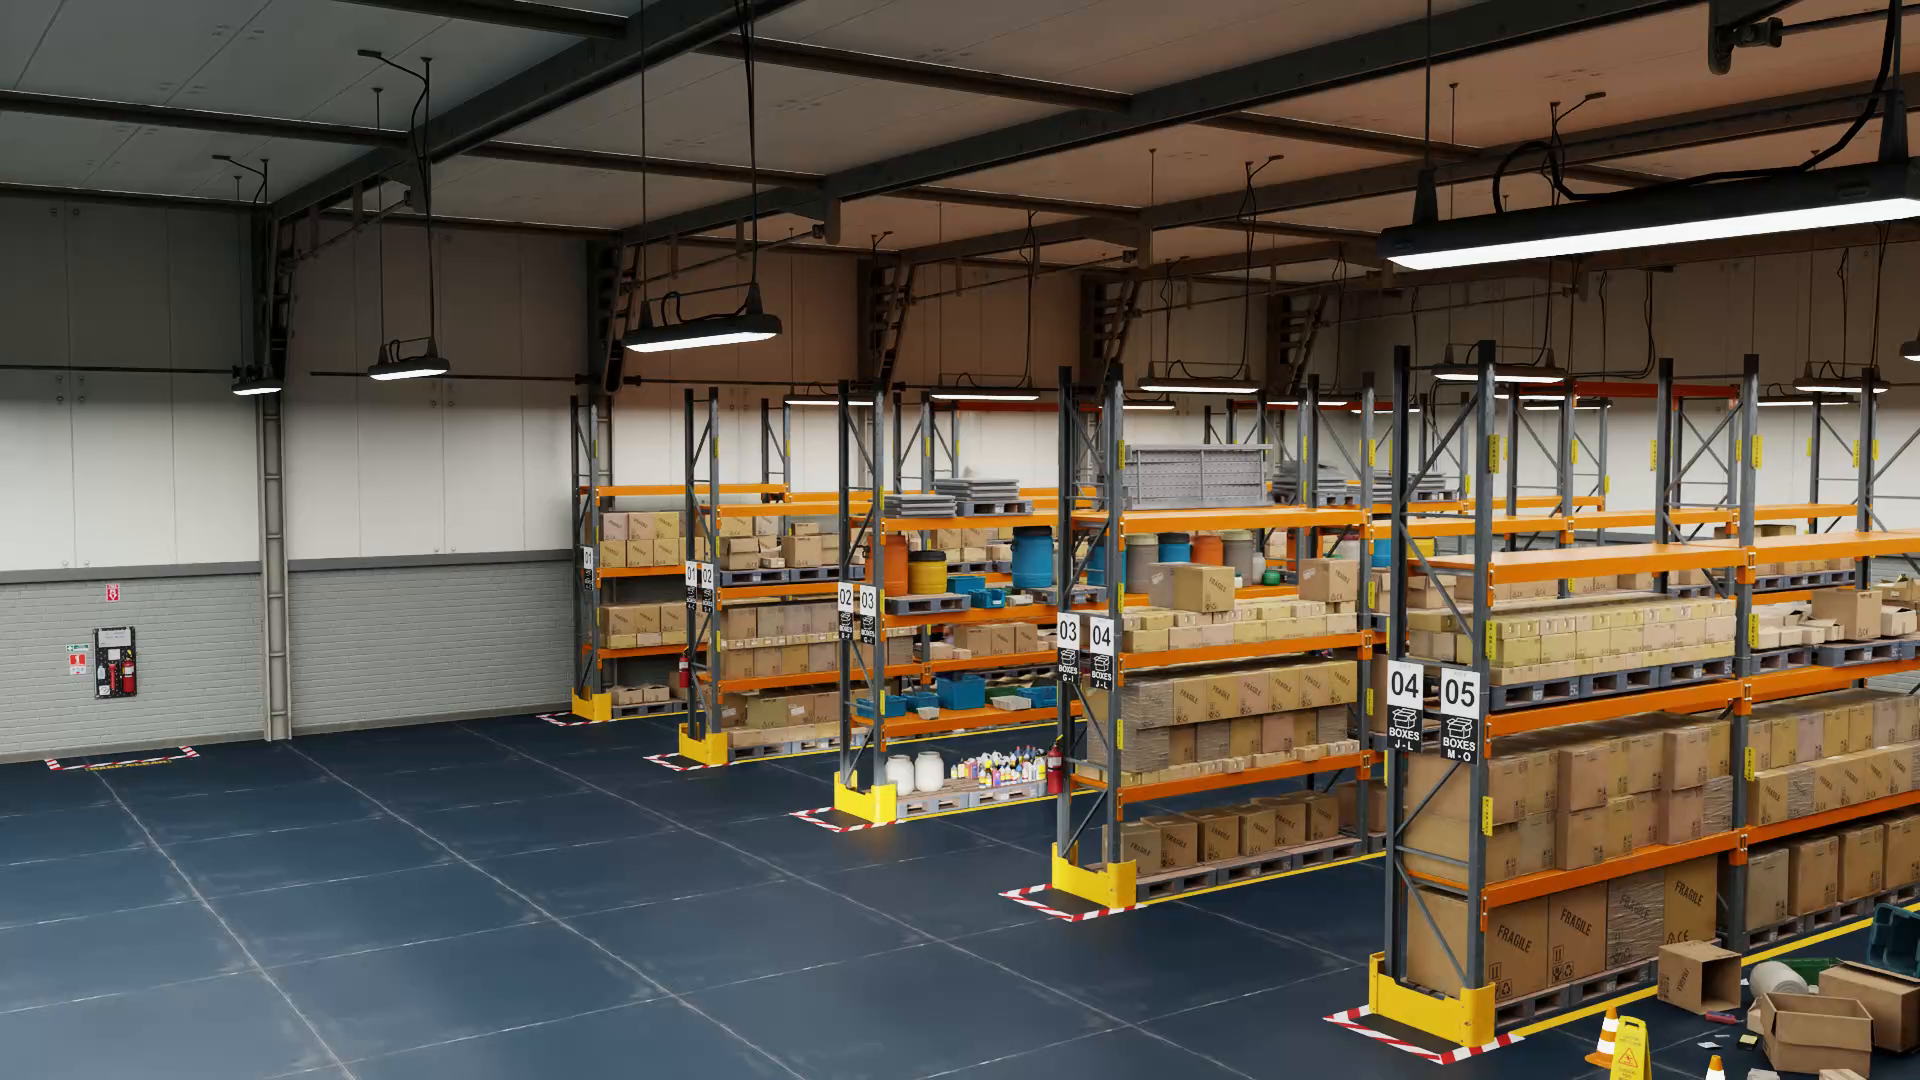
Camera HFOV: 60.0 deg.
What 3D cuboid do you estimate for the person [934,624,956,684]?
[{"bbox_3d":[-0.219,2.425,32.294,0.599,1.595,0.608,-2,4,-33],"label":"person"}]
